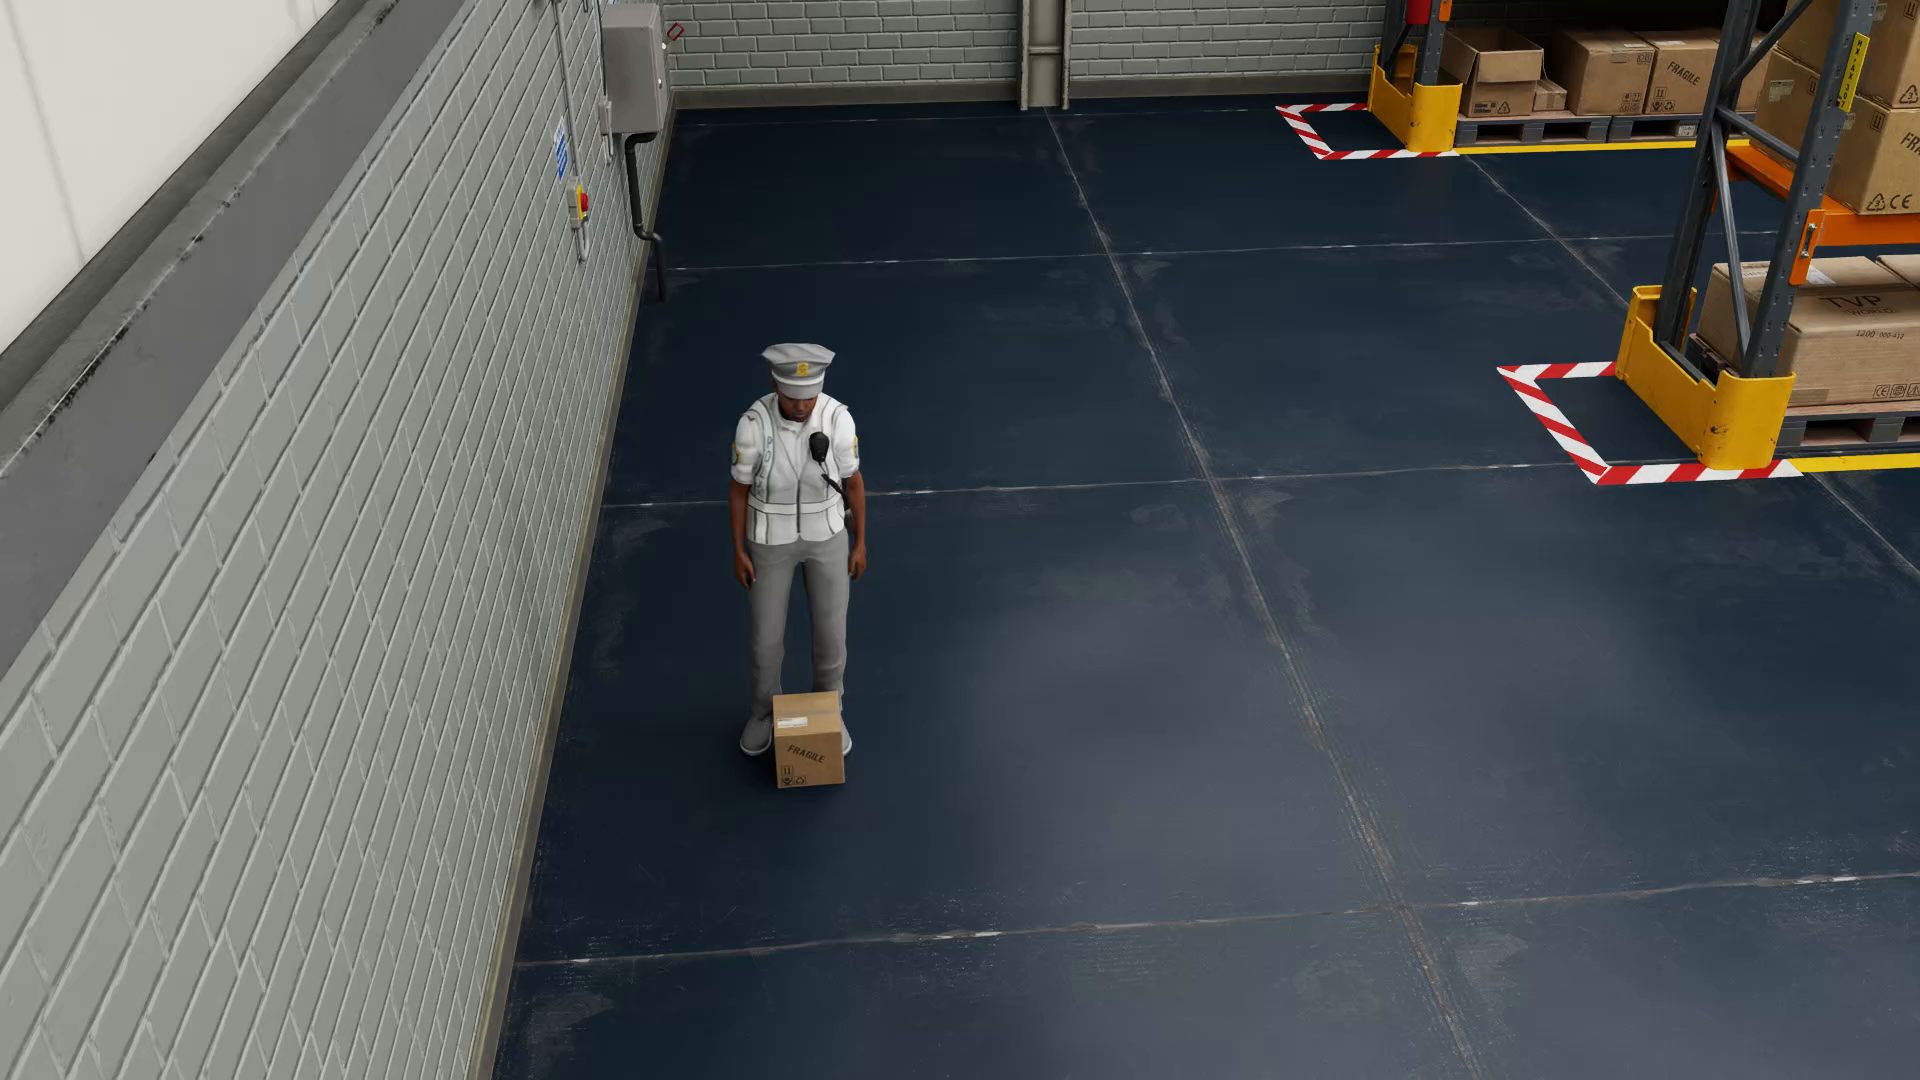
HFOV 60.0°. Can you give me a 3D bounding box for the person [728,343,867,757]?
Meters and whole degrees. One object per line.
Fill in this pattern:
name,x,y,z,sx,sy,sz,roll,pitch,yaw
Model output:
person,-0.598,0.034,6.079,0.527,1.658,0.428,-5,32,-8
